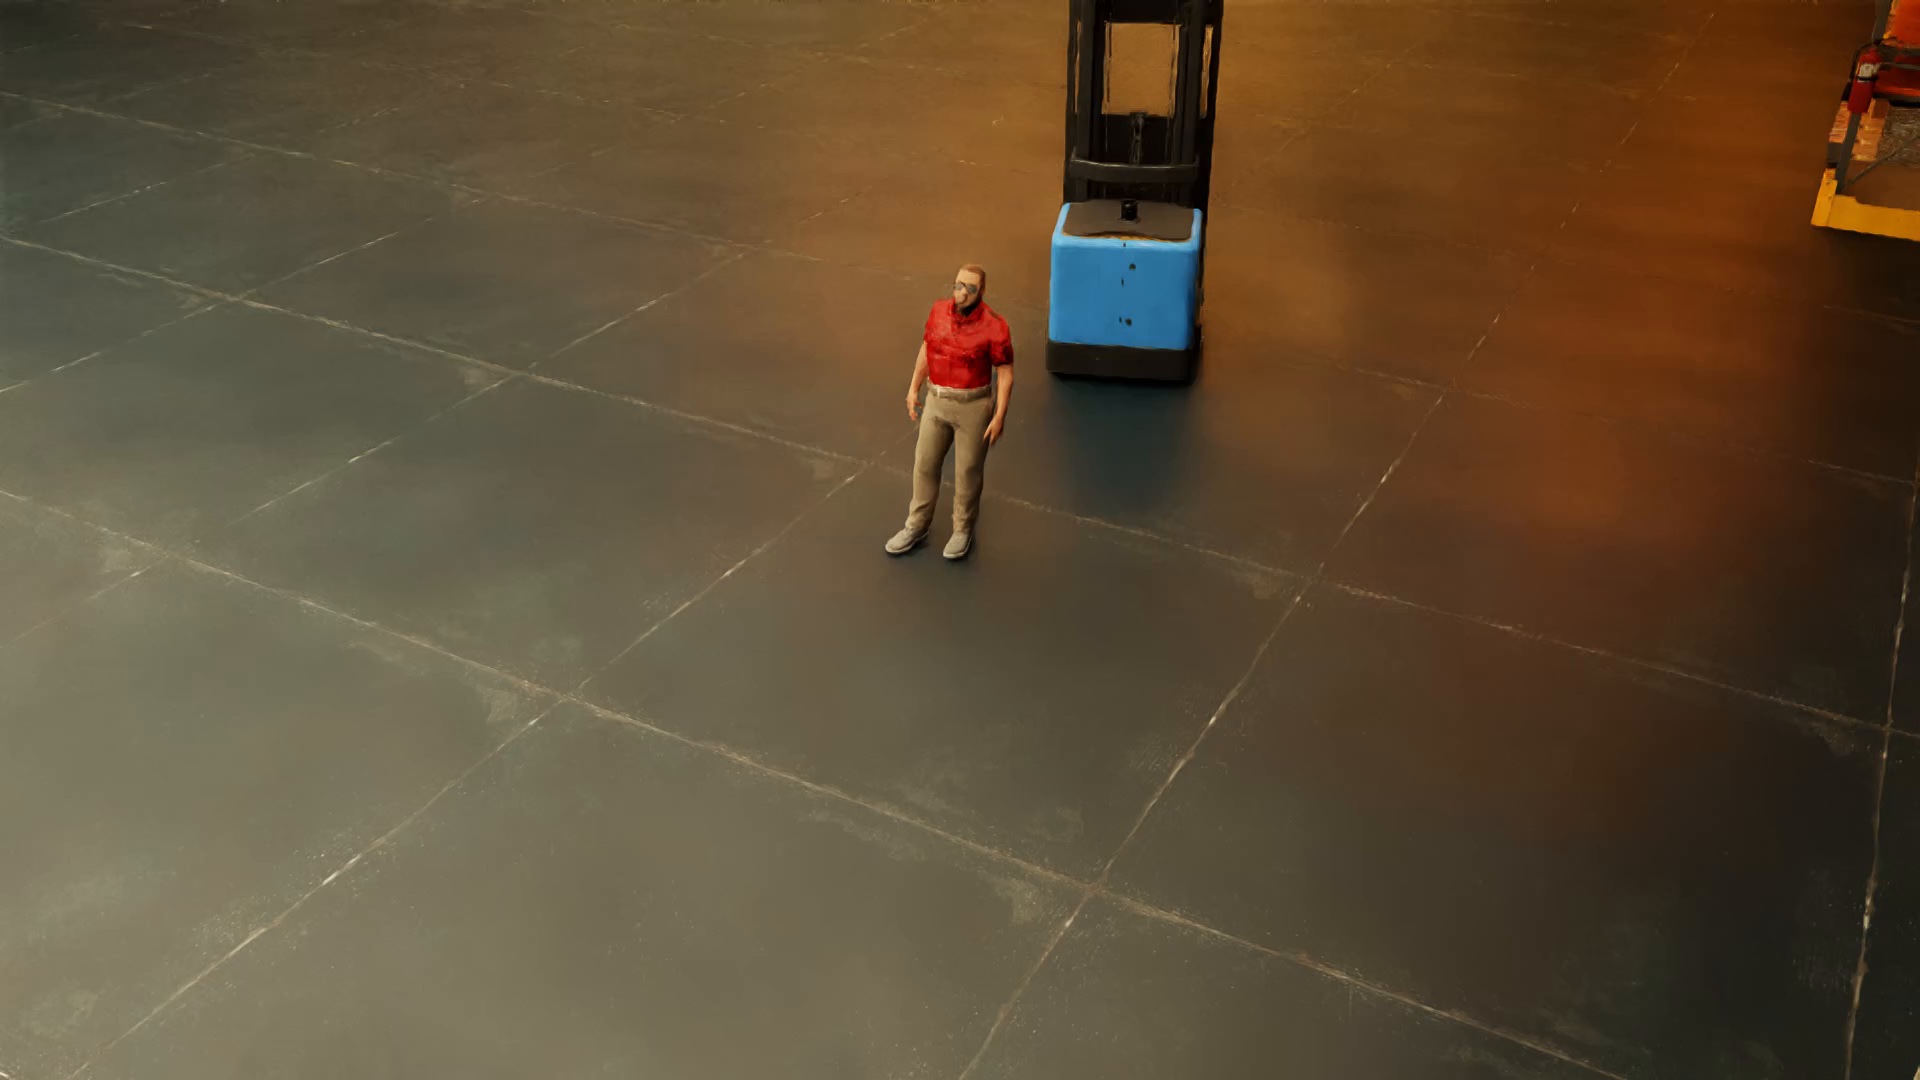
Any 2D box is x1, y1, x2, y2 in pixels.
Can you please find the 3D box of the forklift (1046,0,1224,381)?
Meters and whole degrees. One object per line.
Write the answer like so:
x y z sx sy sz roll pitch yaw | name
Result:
1.360 -3.119 12.475 1.130 2.935 3.031 4 30 8 | forklift

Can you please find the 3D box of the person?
-0.054 -0.719 9.504 0.640 1.727 0.550 15 33 25 | person
